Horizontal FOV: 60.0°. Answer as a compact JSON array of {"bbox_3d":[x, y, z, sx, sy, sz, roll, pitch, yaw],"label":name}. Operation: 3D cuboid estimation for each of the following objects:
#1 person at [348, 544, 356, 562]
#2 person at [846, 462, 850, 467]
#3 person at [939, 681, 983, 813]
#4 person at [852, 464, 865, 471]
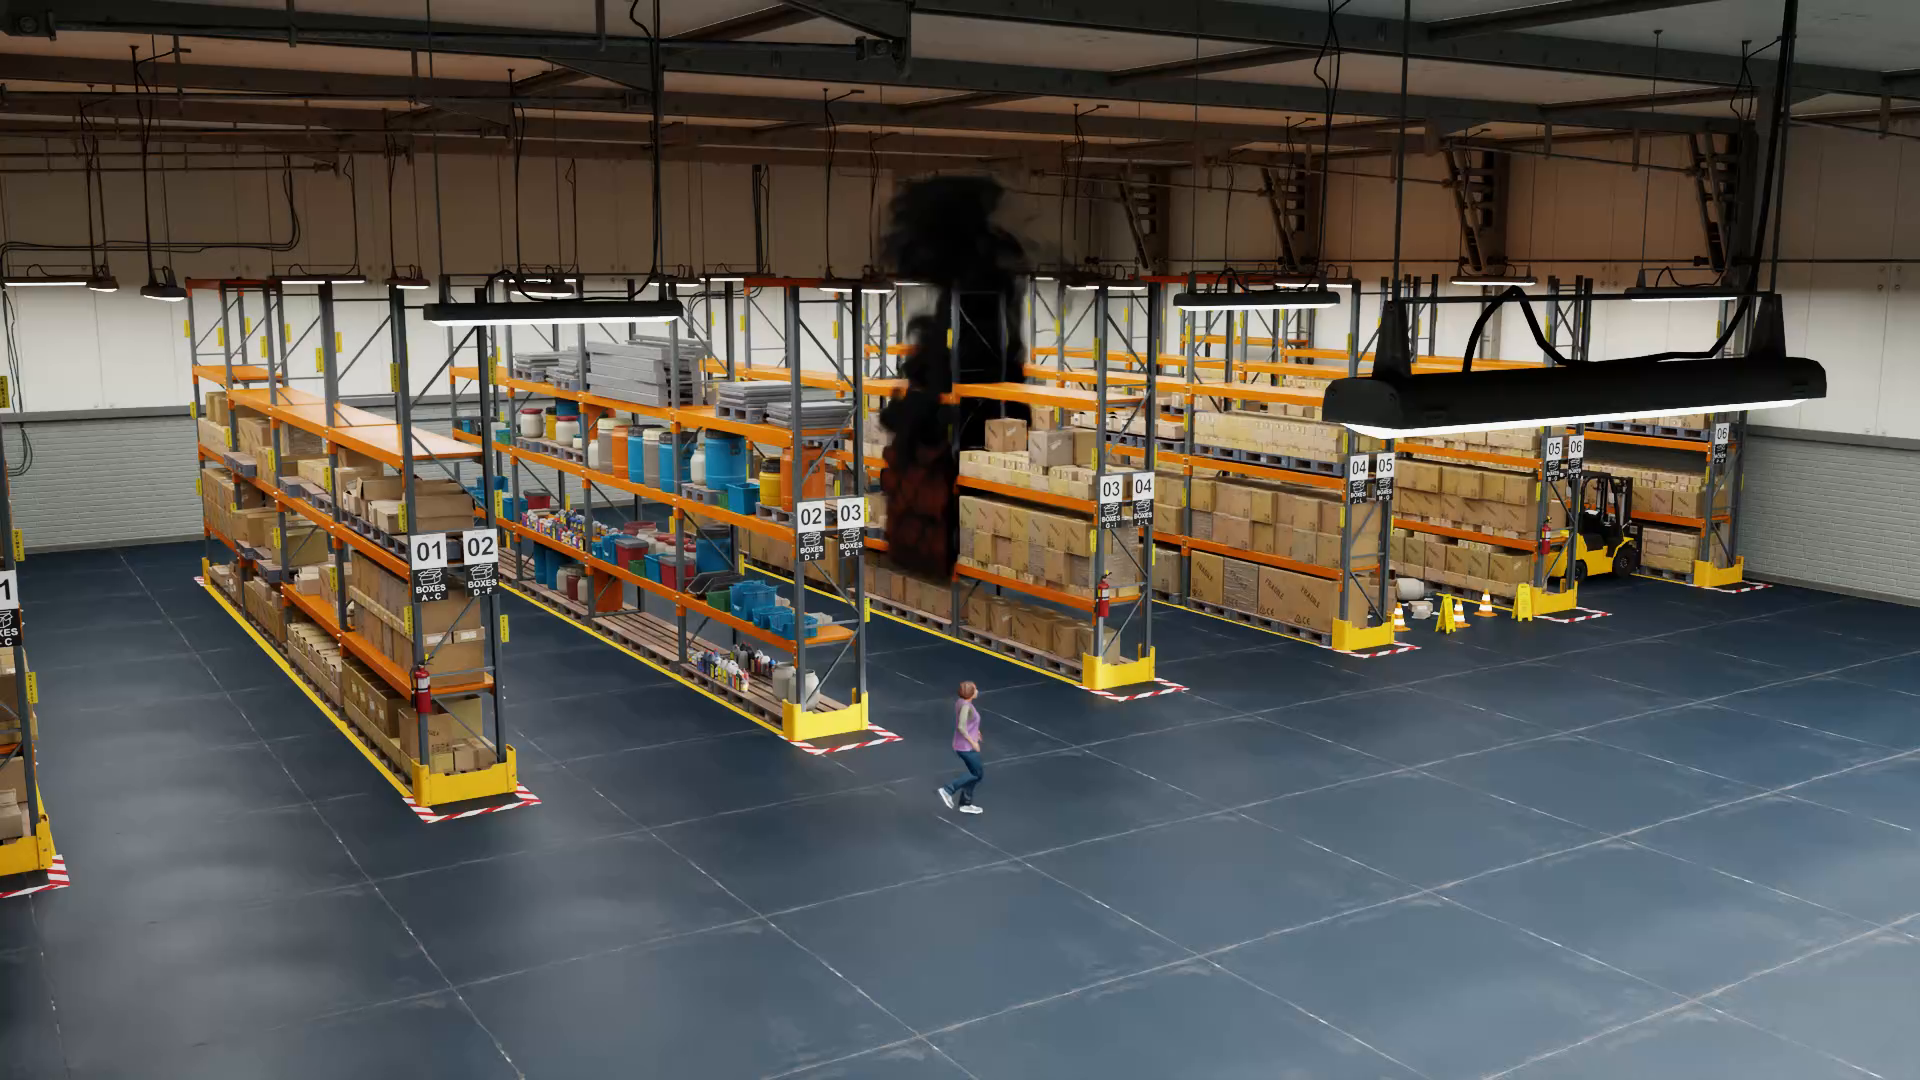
[{"bbox_3d":[-11.994,0.019,32.762,0.582,1.826,0.885,-9,13,-43],"label":"person"},{"bbox_3d":[-2.701,-0.981,38.857,0.680,1.690,0.641,-5,11,-30],"label":"person"},{"bbox_3d":[0.016,2.388,19.164,0.539,1.575,0.559,-1,10,-7],"label":"person"},{"bbox_3d":[-2.516,-1.405,41.494,0.559,1.598,0.604,-8,13,-41],"label":"person"}]
